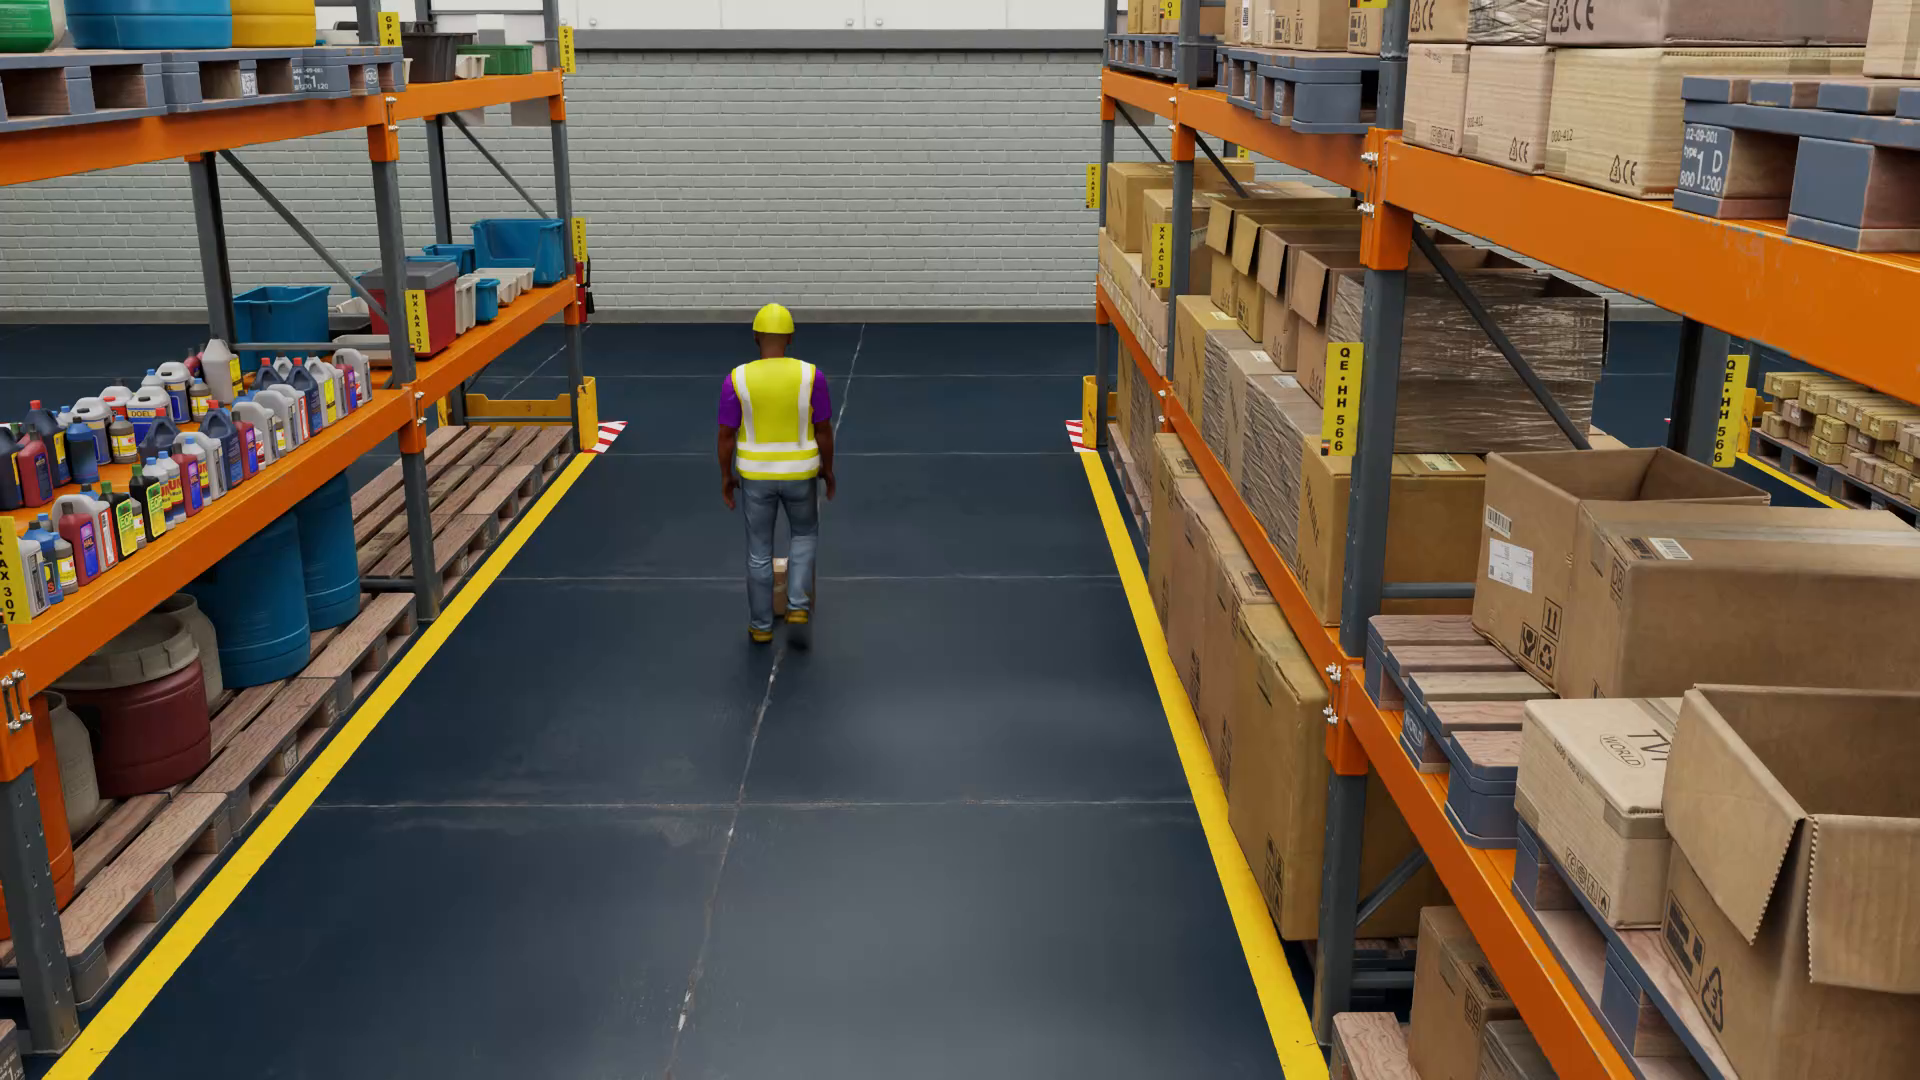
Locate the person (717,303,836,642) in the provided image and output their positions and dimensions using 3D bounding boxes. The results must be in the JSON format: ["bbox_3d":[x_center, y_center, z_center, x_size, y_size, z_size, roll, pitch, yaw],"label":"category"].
[{"bbox_3d":[-0.936,-0.336,8.549,0.599,1.771,0.436,-2,17,-7],"label":"person"}]
